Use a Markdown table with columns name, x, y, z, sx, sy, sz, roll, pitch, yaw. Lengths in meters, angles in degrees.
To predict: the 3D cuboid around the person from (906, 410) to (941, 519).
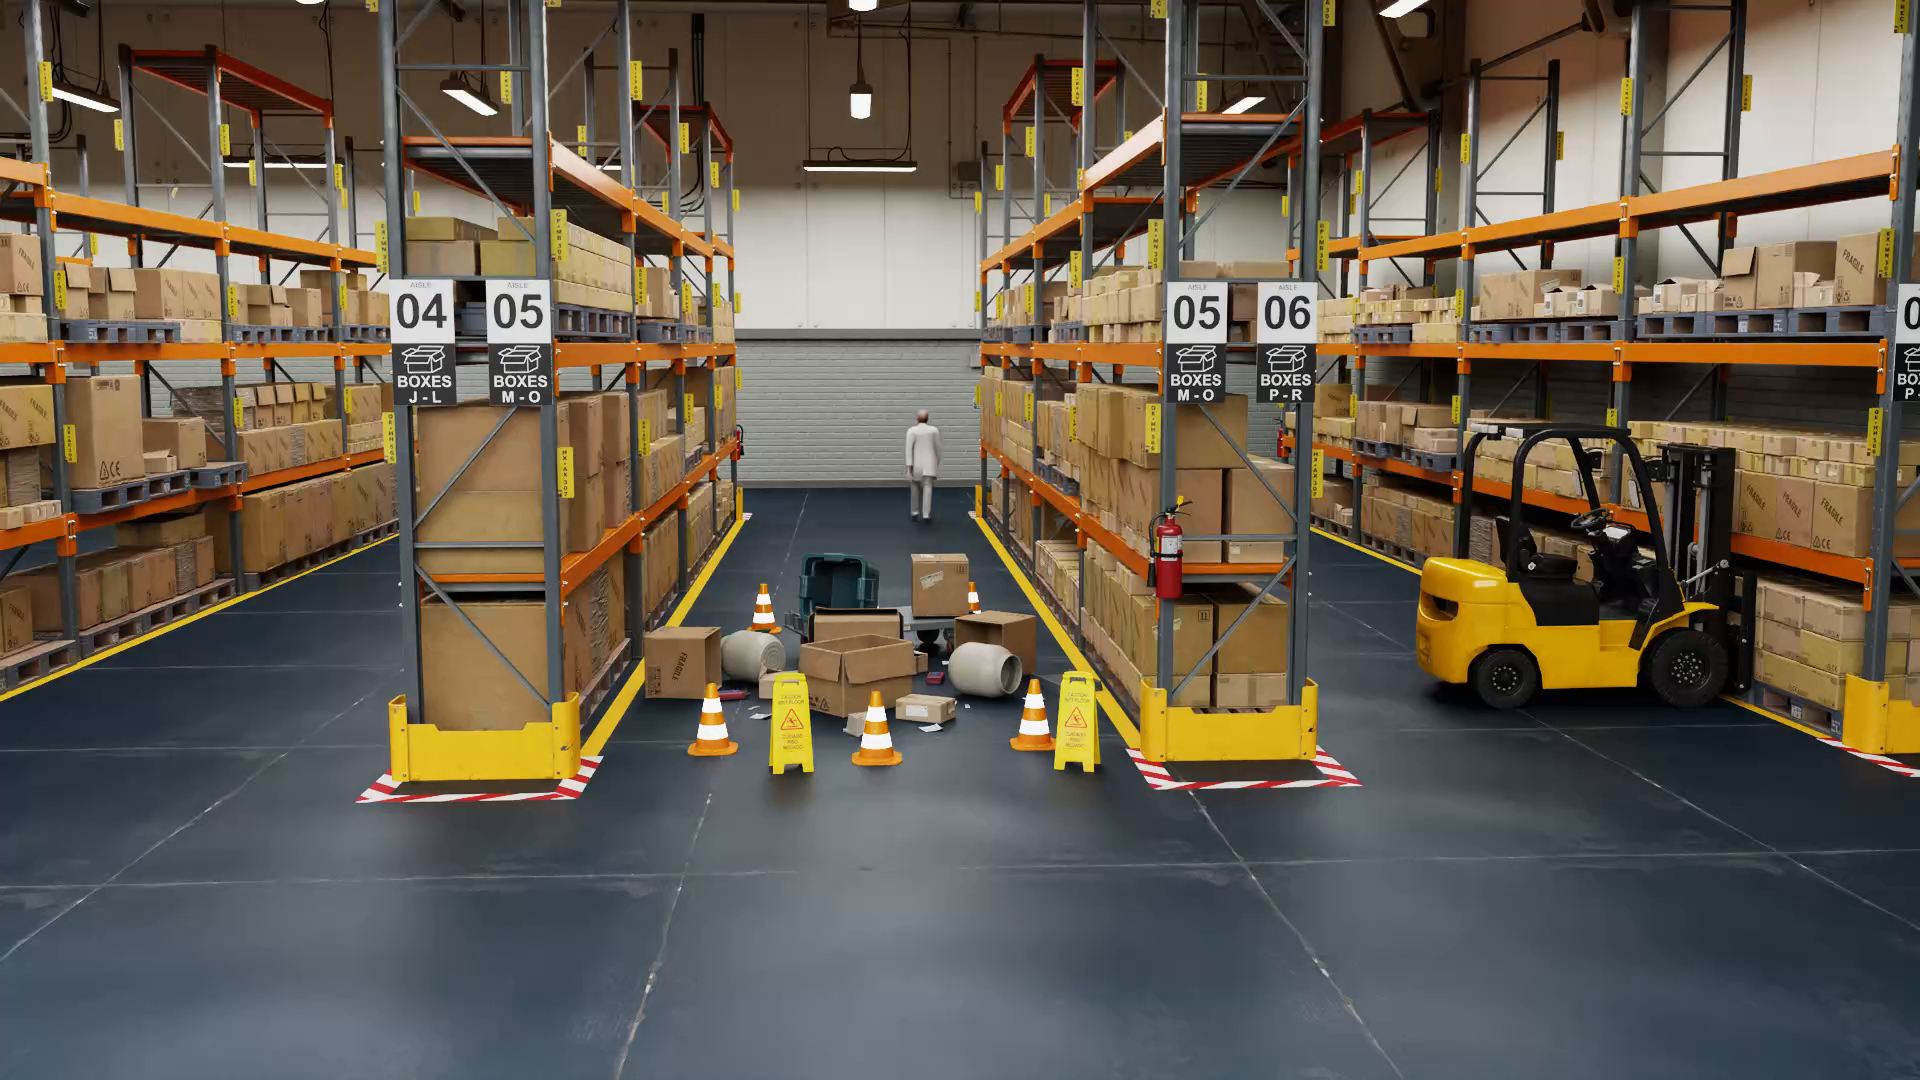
| name | x | y | z | sx | sy | sz | roll | pitch | yaw |
| --- | --- | --- | --- | --- | --- | --- | --- | --- | --- |
| person | -0.586 | -1.228 | 26.636 | 0.569 | 1.722 | 1.089 | 0 | 7 | -2 |
